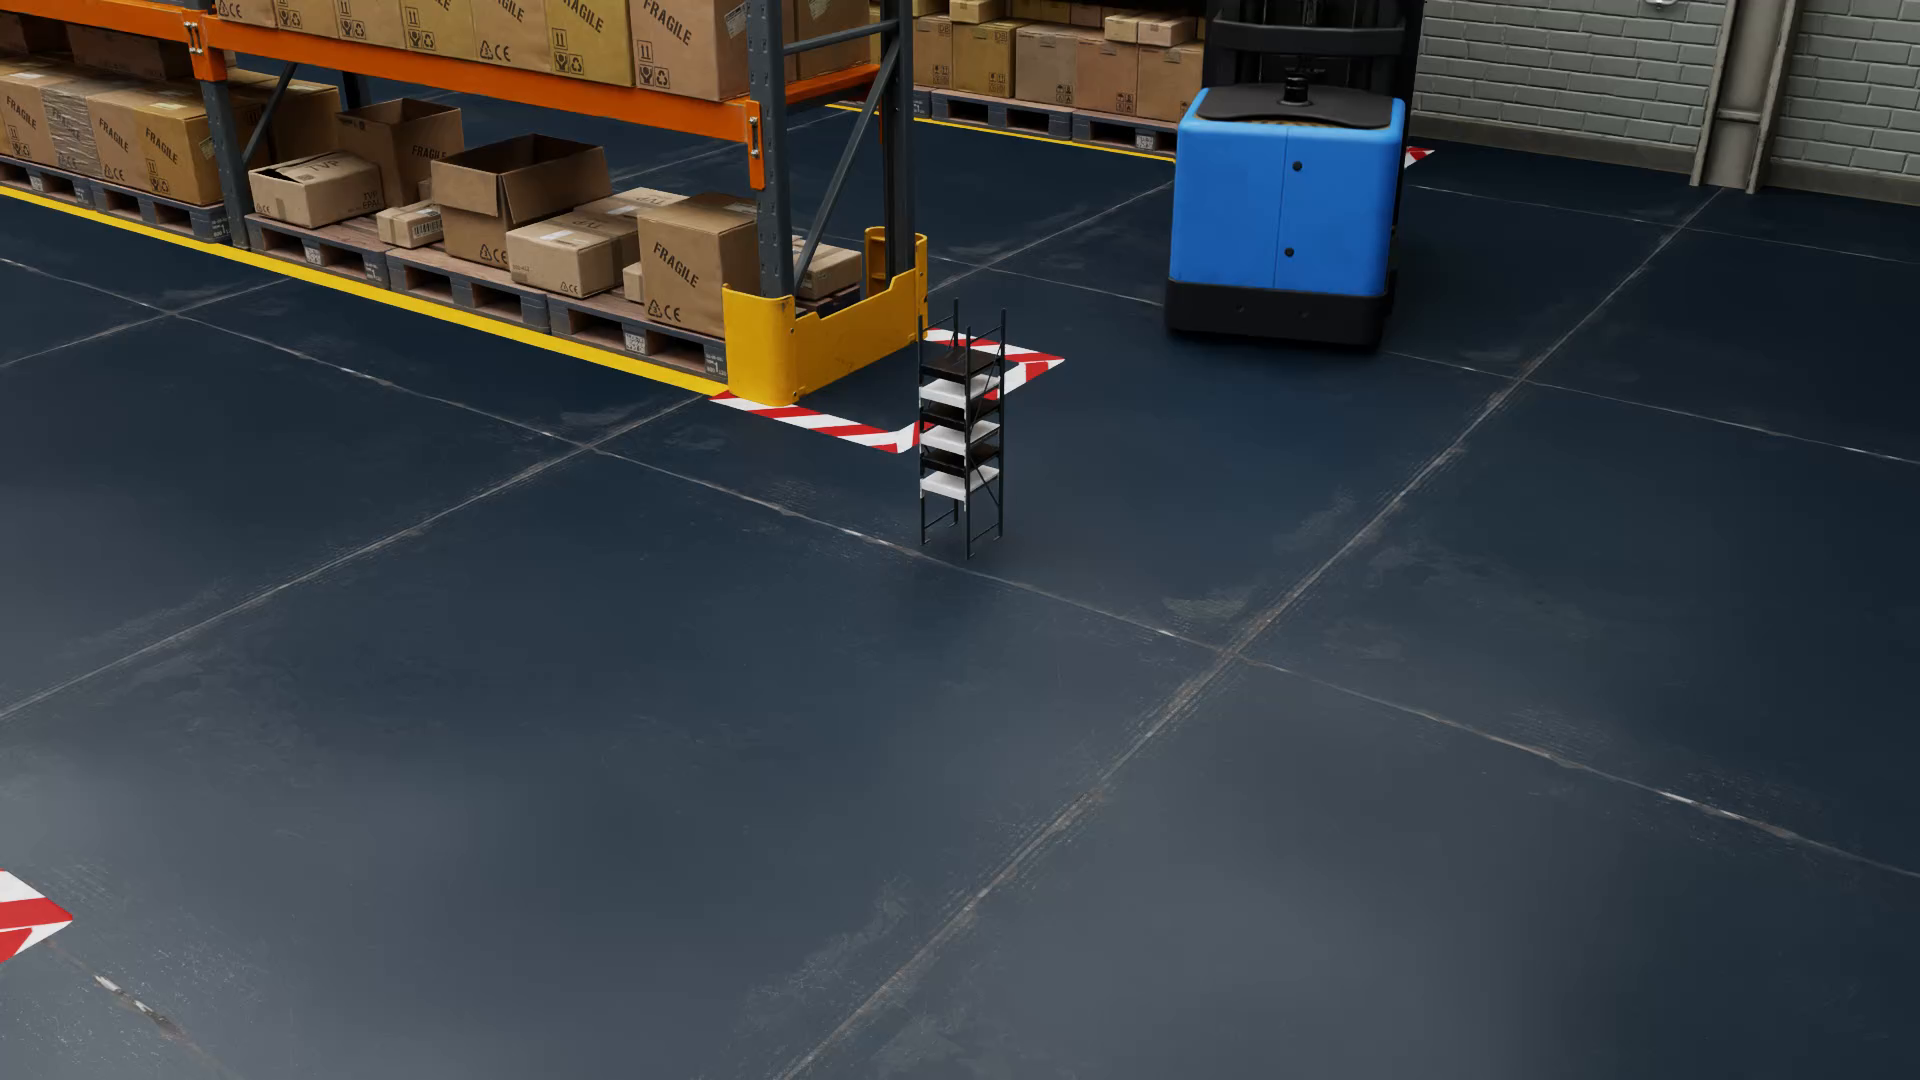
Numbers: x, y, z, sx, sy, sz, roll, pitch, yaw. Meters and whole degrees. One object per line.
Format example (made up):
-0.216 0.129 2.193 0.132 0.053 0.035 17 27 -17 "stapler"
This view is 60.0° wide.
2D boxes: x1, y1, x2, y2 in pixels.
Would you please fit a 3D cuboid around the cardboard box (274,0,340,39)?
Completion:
-3.151 -2.869 8.471 0.500 0.500 0.500 18 32 31 "cardboard box"

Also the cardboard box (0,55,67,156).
-6.079 -2.810 10.736 0.500 0.500 0.500 17 31 30 "cardboard box"

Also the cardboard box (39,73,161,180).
-5.225 -2.549 10.222 0.500 0.500 0.500 18 32 31 "cardboard box"

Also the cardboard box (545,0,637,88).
-1.496 -2.351 7.451 0.500 0.500 0.500 18 32 31 "cardboard box"

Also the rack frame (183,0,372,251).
-3.840 -3.188 9.207 0.127 3.000 1.000 17 32 30 "rack frame"

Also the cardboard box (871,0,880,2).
-0.488 -4.284 12.939 0.250 0.149 0.380 17 32 30 "cardboard box"

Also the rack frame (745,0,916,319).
-0.543 -2.161 7.189 0.127 3.000 1.000 17 32 30 "rack frame"

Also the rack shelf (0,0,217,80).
-5.489 -3.381 10.379 4.000 0.370 1.077 17 32 30 "rack shelf"

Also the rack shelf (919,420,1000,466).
0.007 -0.369 6.057 0.200 0.077 0.258 17 32 30 "rack shelf"

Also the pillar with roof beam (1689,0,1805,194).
2.536 -4.708 5.580 0.400 9.000 9.100 17 32 30 "pillar with roof beam"

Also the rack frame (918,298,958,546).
-0.077 -0.425 6.093 0.006 0.900 0.240 17 32 30 "rack frame"

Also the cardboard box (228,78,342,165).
-4.101 -2.485 10.097 0.500 0.500 0.500 16 31 28 "cardboard box"

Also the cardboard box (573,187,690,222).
-1.655 -1.634 8.700 0.500 0.250 0.500 17 32 30 "cardboard box"

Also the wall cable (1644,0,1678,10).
3.849 -4.491 10.648 1.851 1.984 0.084 17 32 30 "wall cable"

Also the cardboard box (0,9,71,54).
-6.185 -3.466 11.198 0.500 0.250 0.500 19 32 32 "cardboard box"

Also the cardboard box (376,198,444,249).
-2.898 -1.714 8.950 0.250 0.166 0.380 17 32 30 "cardboard box"

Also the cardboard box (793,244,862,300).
-0.694 -1.322 8.199 0.250 0.149 0.380 17 32 30 "cardboard box"

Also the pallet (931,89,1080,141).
0.553 -3.261 12.424 1.213 0.211 1.003 17 32 30 "pallet"

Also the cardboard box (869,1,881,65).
-0.481 -3.884 12.867 0.500 0.500 0.700 18 32 31 "cardboard box"

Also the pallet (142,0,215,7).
-4.437 -3.348 9.734 1.213 0.211 1.003 17 32 30 "pallet"

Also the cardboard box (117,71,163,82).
-4.955 -2.749 10.616 0.500 0.500 0.500 18 32 31 "cardboard box"

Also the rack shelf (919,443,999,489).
0.007 -0.289 6.098 0.200 0.077 0.258 17 32 30 "rack shelf"

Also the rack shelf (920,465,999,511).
0.007 -0.209 6.139 0.200 0.077 0.258 17 32 30 "rack shelf"

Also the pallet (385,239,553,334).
-2.265 -1.455 8.877 1.213 0.211 1.003 17 32 30 "pallet"

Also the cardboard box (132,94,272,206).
-4.410 -2.290 9.713 0.500 0.500 0.500 17 32 30 "cardboard box"

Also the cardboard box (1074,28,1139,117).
1.212 -3.358 11.834 0.500 0.500 0.700 17 32 30 "cardboard box"

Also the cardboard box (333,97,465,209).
-3.210 -2.230 9.595 0.500 0.500 0.500 17 32 30 "cardboard box"

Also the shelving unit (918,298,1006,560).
0.007 -0.399 6.042 0.210 0.900 0.258 17 32 30 "shelving unit"

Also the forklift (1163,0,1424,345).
1.870 -2.881 8.680 1.130 2.935 3.031 7 28 13 "forklift"

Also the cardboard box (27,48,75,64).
-5.807 -3.012 11.132 0.500 0.500 0.500 16 31 29 "cardboard box"

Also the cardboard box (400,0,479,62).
-2.320 -2.610 7.961 0.500 0.500 0.500 17 31 30 "cardboard box"

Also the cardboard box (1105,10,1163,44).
1.204 -3.549 11.493 0.250 0.149 0.380 18 32 32 "cardboard box"

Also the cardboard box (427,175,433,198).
-2.592 -1.953 9.260 0.500 0.311 0.500 17 32 30 "cardboard box"

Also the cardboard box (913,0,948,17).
-0.302 -4.017 12.413 0.250 0.149 0.380 19 32 32 "cardboard box"

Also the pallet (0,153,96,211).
-5.542 -2.453 10.837 1.213 0.211 1.003 17 32 30 "pallet"

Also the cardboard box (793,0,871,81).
-0.760 -2.418 7.584 0.500 0.500 0.500 18 32 31 "cardboard box"

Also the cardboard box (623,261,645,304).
-1.414 -1.279 8.095 0.250 0.166 0.380 17 32 30 "cardboard box"

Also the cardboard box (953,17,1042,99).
0.353 -3.621 12.351 0.500 0.500 0.700 18 32 31 "cardboard box"

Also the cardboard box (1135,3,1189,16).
1.423 -3.691 11.773 0.250 0.149 0.380 17 32 30 "cardboard box"

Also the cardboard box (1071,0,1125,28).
1.007 -3.820 12.027 0.250 0.149 0.380 18 32 31 "cardboard box"

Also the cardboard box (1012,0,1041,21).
0.586 -3.951 12.284 0.250 0.149 0.380 17 31 29 "cardboard box"

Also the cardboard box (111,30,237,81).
-4.926 -3.076 10.432 0.500 0.250 0.500 17 32 30 "cardboard box"
